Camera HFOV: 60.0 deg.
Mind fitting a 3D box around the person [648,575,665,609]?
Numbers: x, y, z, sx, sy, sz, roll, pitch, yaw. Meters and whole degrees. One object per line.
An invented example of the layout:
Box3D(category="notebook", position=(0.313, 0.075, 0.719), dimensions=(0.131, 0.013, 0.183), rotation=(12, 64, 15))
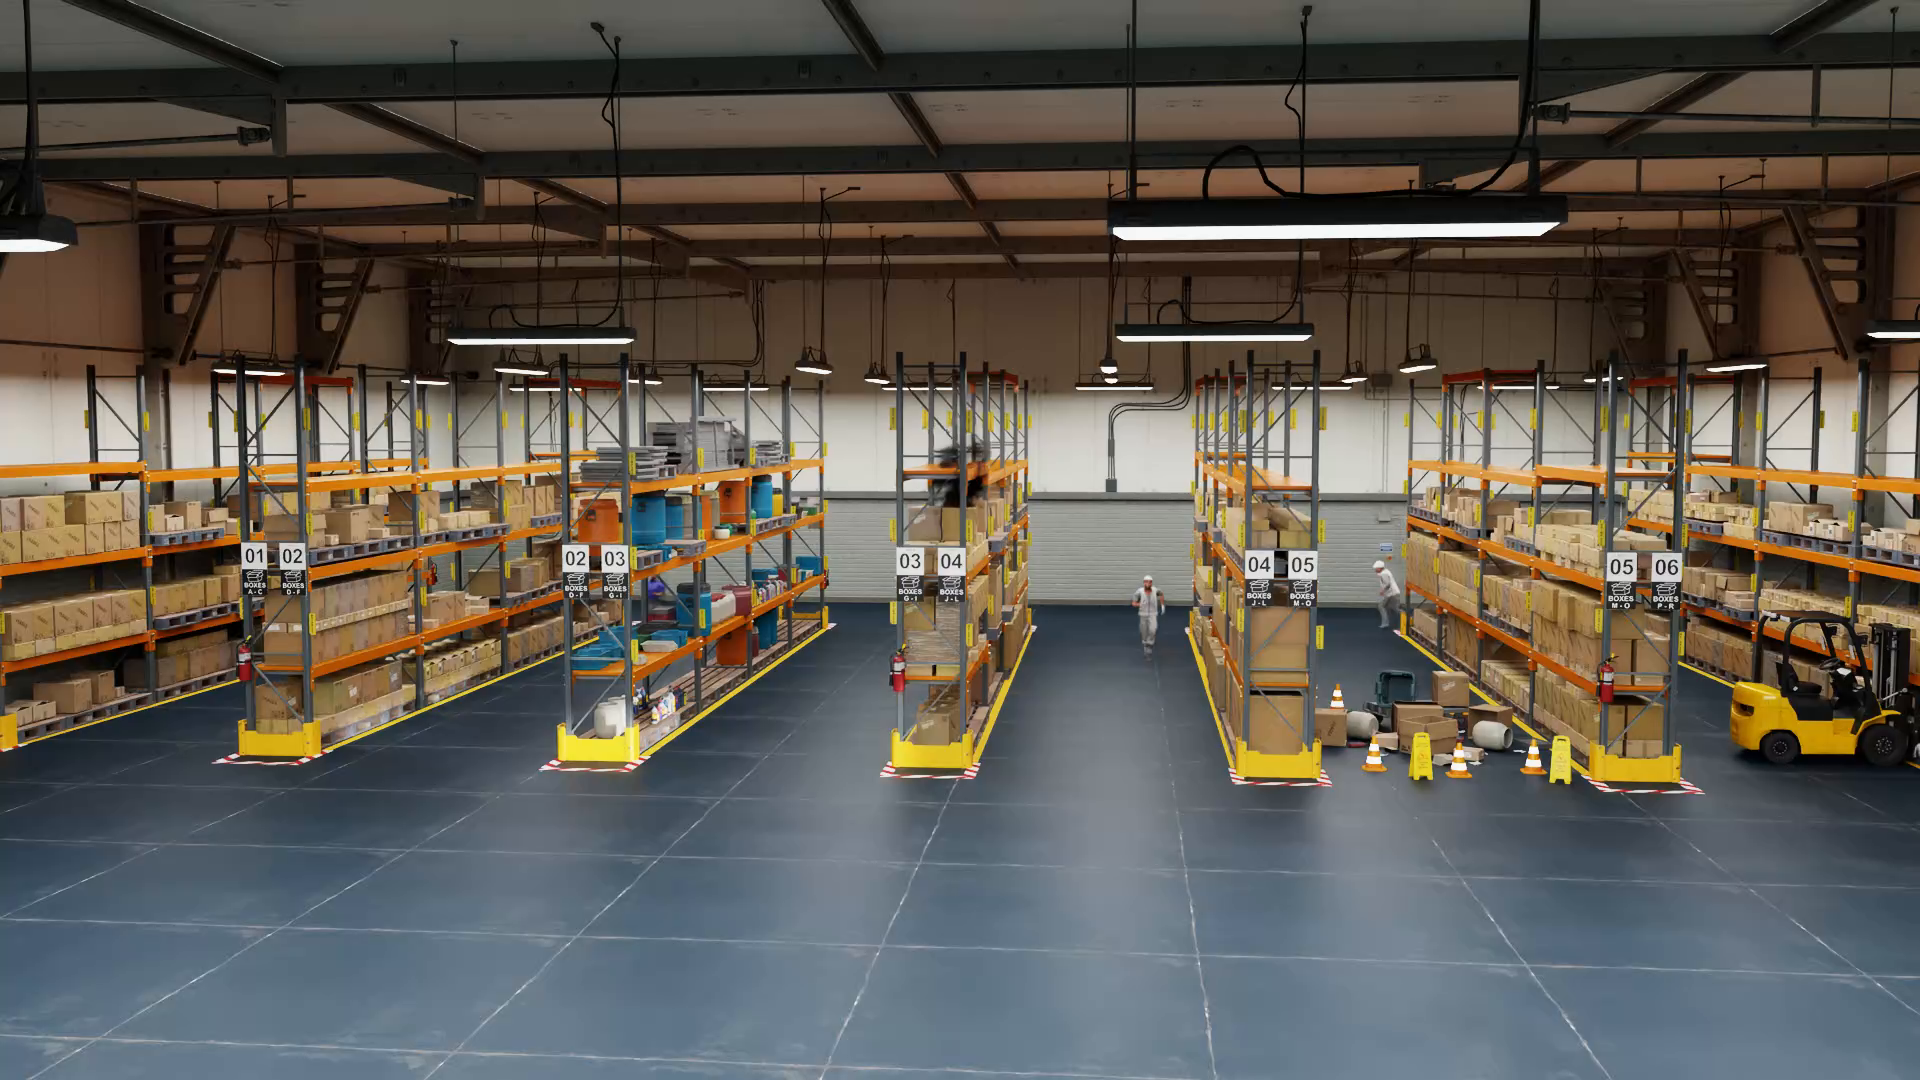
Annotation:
Box3D(category="person", position=(-6.906, 1.518, 37.400), dimensions=(0.551, 1.717, 0.780), rotation=(-1, 4, -8))

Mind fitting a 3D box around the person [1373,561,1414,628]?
Box3D(category="person", position=(10.518, 1.346, 40.308), dimensions=(1.046, 1.673, 0.651), rotation=(1, 4, 13))

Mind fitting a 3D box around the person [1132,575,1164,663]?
Box3D(category="person", position=(3.949, 1.637, 34.908), dimensions=(0.693, 1.817, 0.867), rotation=(0, 4, 2))
